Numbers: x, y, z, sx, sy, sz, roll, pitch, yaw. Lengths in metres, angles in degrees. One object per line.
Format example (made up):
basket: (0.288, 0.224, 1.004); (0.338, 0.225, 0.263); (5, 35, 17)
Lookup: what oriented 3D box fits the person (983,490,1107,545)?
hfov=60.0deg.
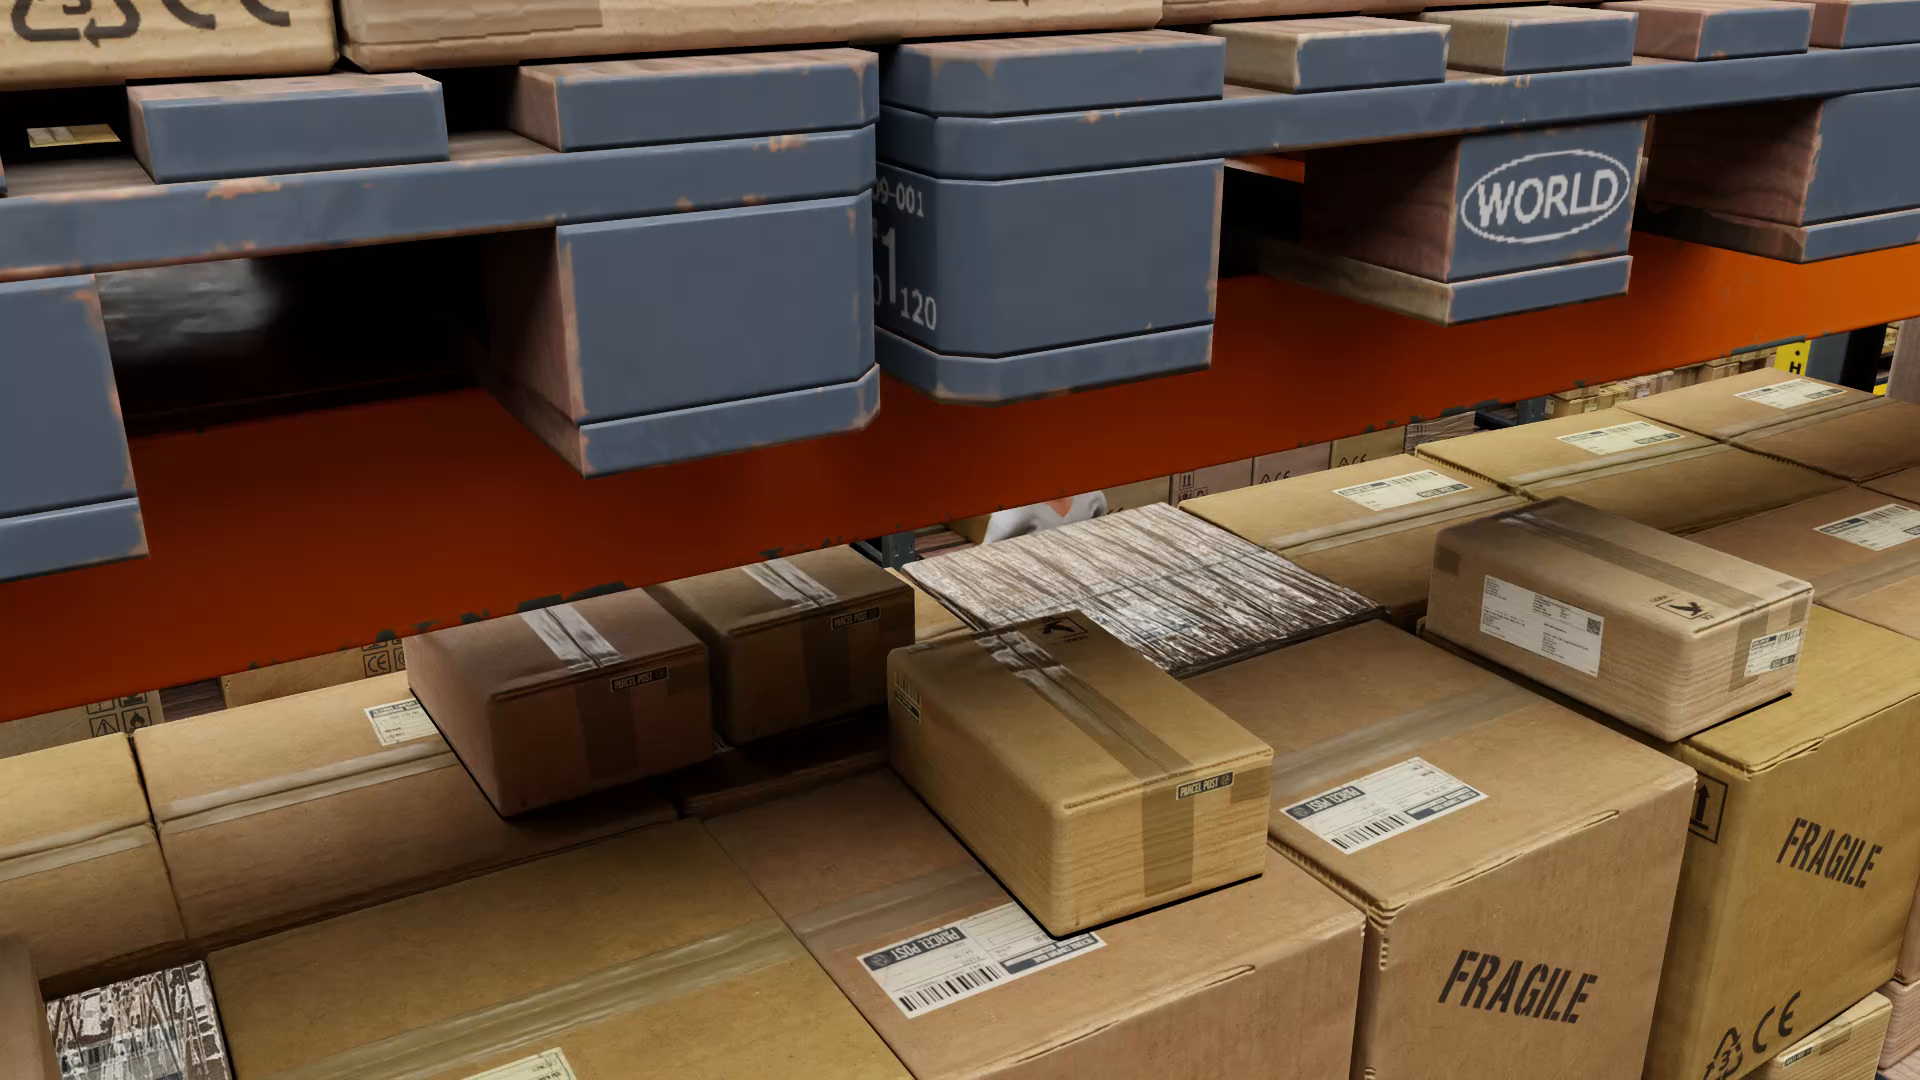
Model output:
person: (0.278, 0.355, 5.205); (0.505, 1.671, 0.416); (-14, 26, -31)
